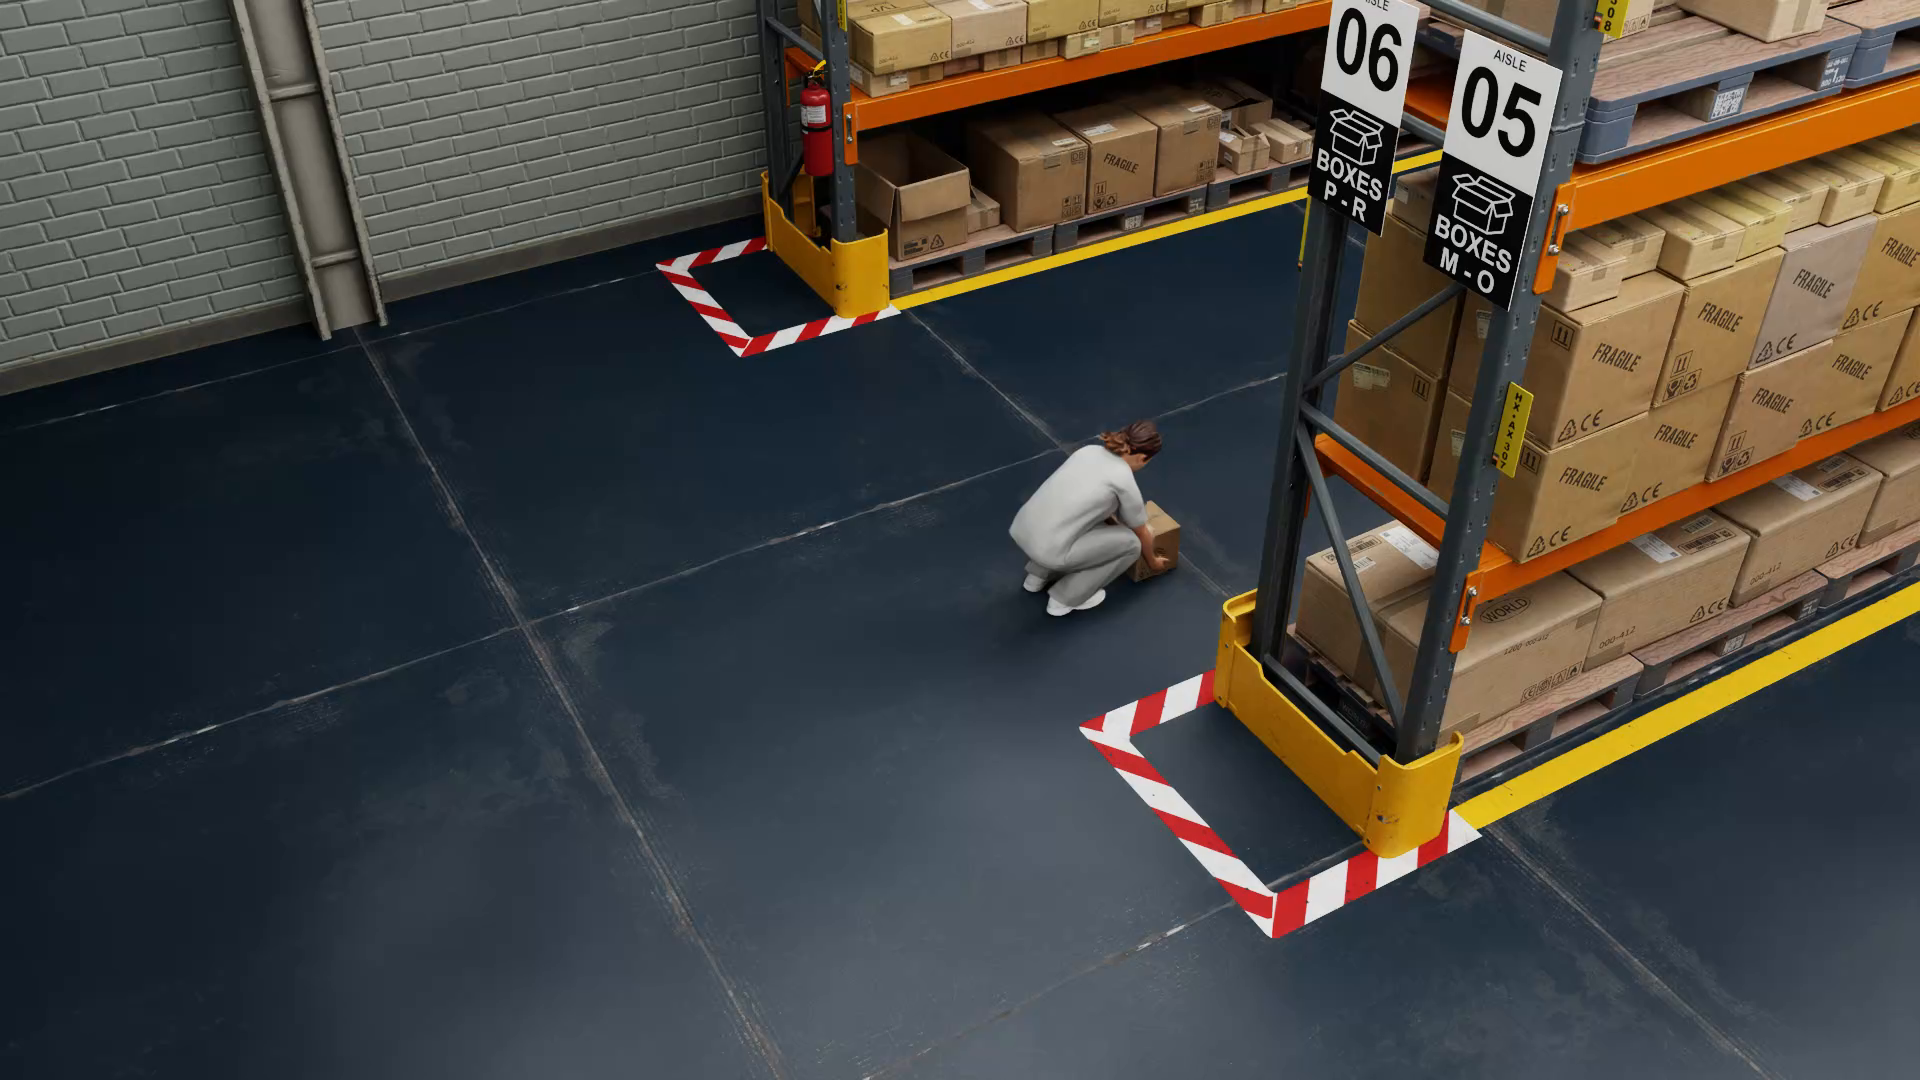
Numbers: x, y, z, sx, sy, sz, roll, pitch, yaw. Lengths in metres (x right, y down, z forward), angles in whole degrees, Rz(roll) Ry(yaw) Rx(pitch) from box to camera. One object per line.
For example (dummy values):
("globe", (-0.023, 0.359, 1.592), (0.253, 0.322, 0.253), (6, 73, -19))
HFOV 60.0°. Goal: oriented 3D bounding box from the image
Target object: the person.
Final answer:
("person", (0.614, -0.100, 7.820), (0.807, 0.803, 0.478), (-19, 41, -24))
